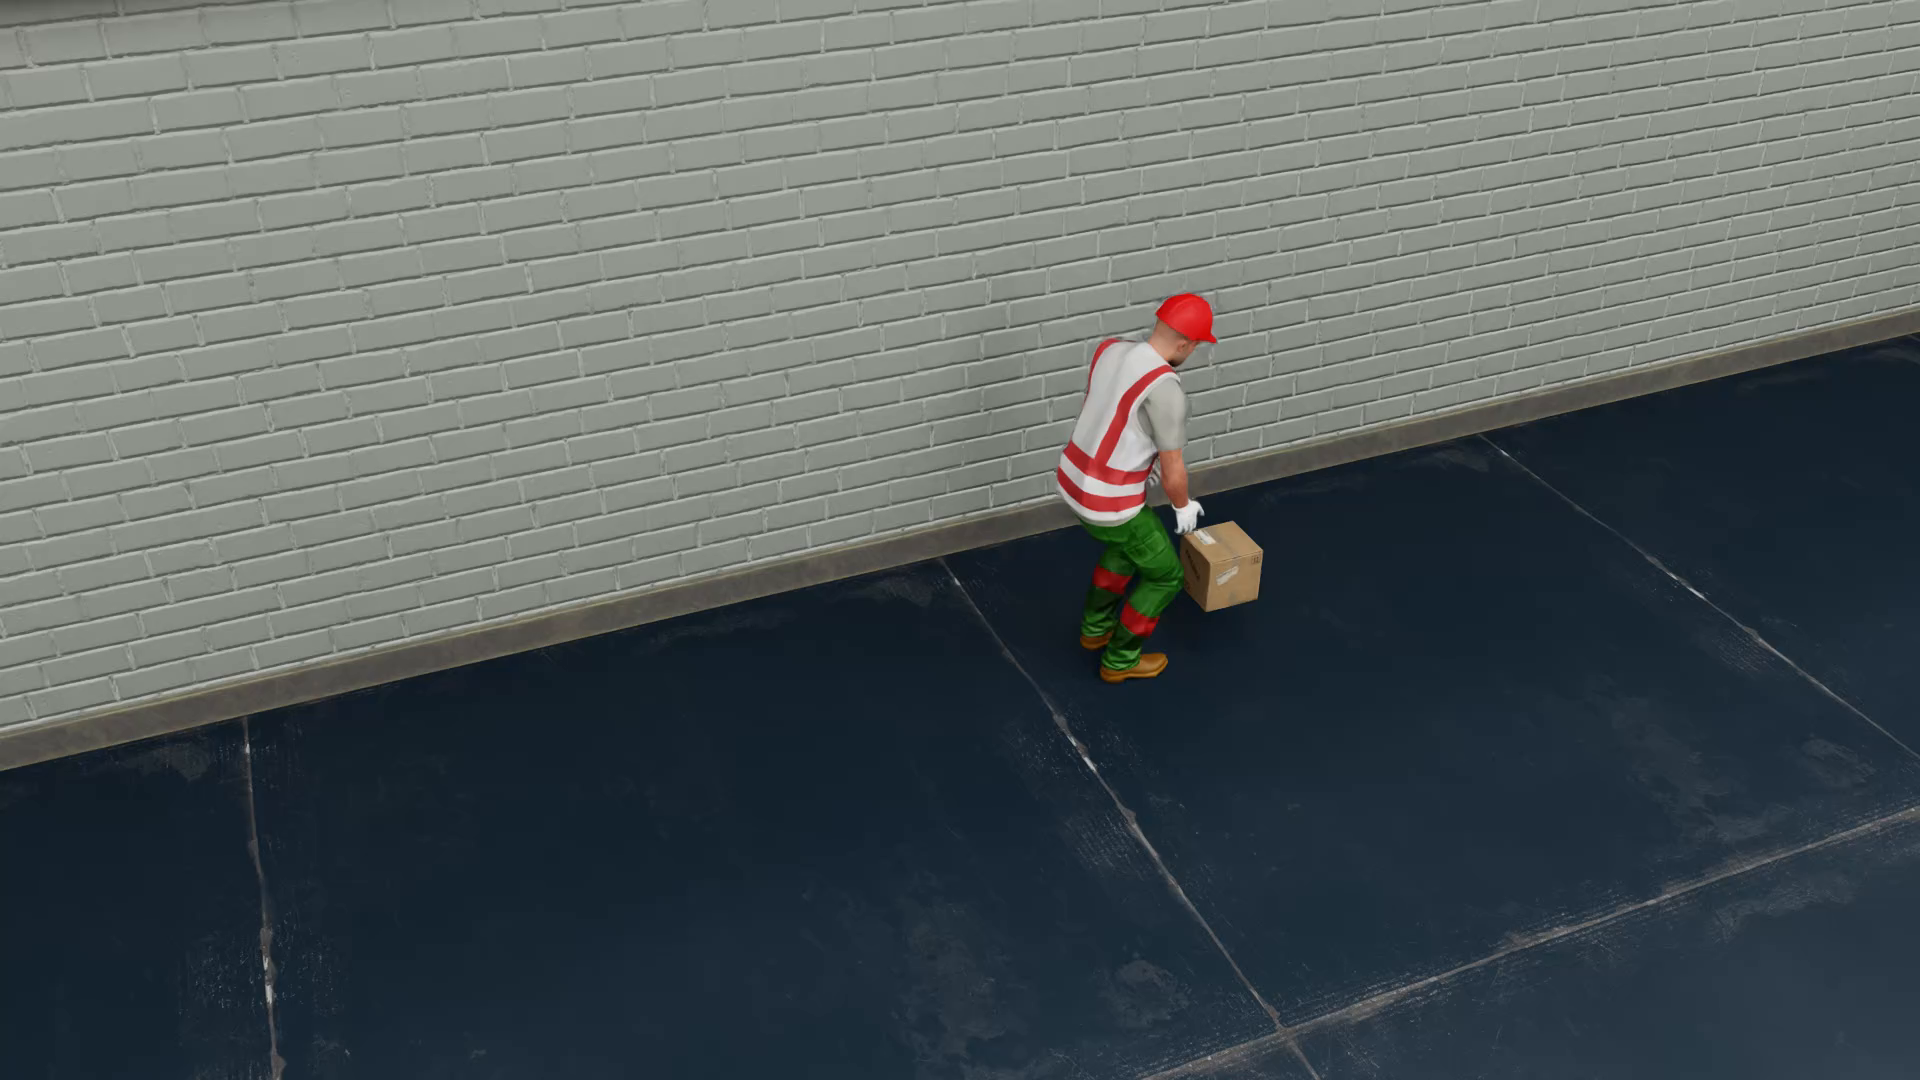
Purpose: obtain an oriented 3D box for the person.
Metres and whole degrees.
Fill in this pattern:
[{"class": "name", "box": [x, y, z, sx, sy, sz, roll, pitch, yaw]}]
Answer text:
[{"class": "person", "box": [0.689, -0.210, 6.610, 0.625, 1.604, 0.572, -12, 35, -18]}]
